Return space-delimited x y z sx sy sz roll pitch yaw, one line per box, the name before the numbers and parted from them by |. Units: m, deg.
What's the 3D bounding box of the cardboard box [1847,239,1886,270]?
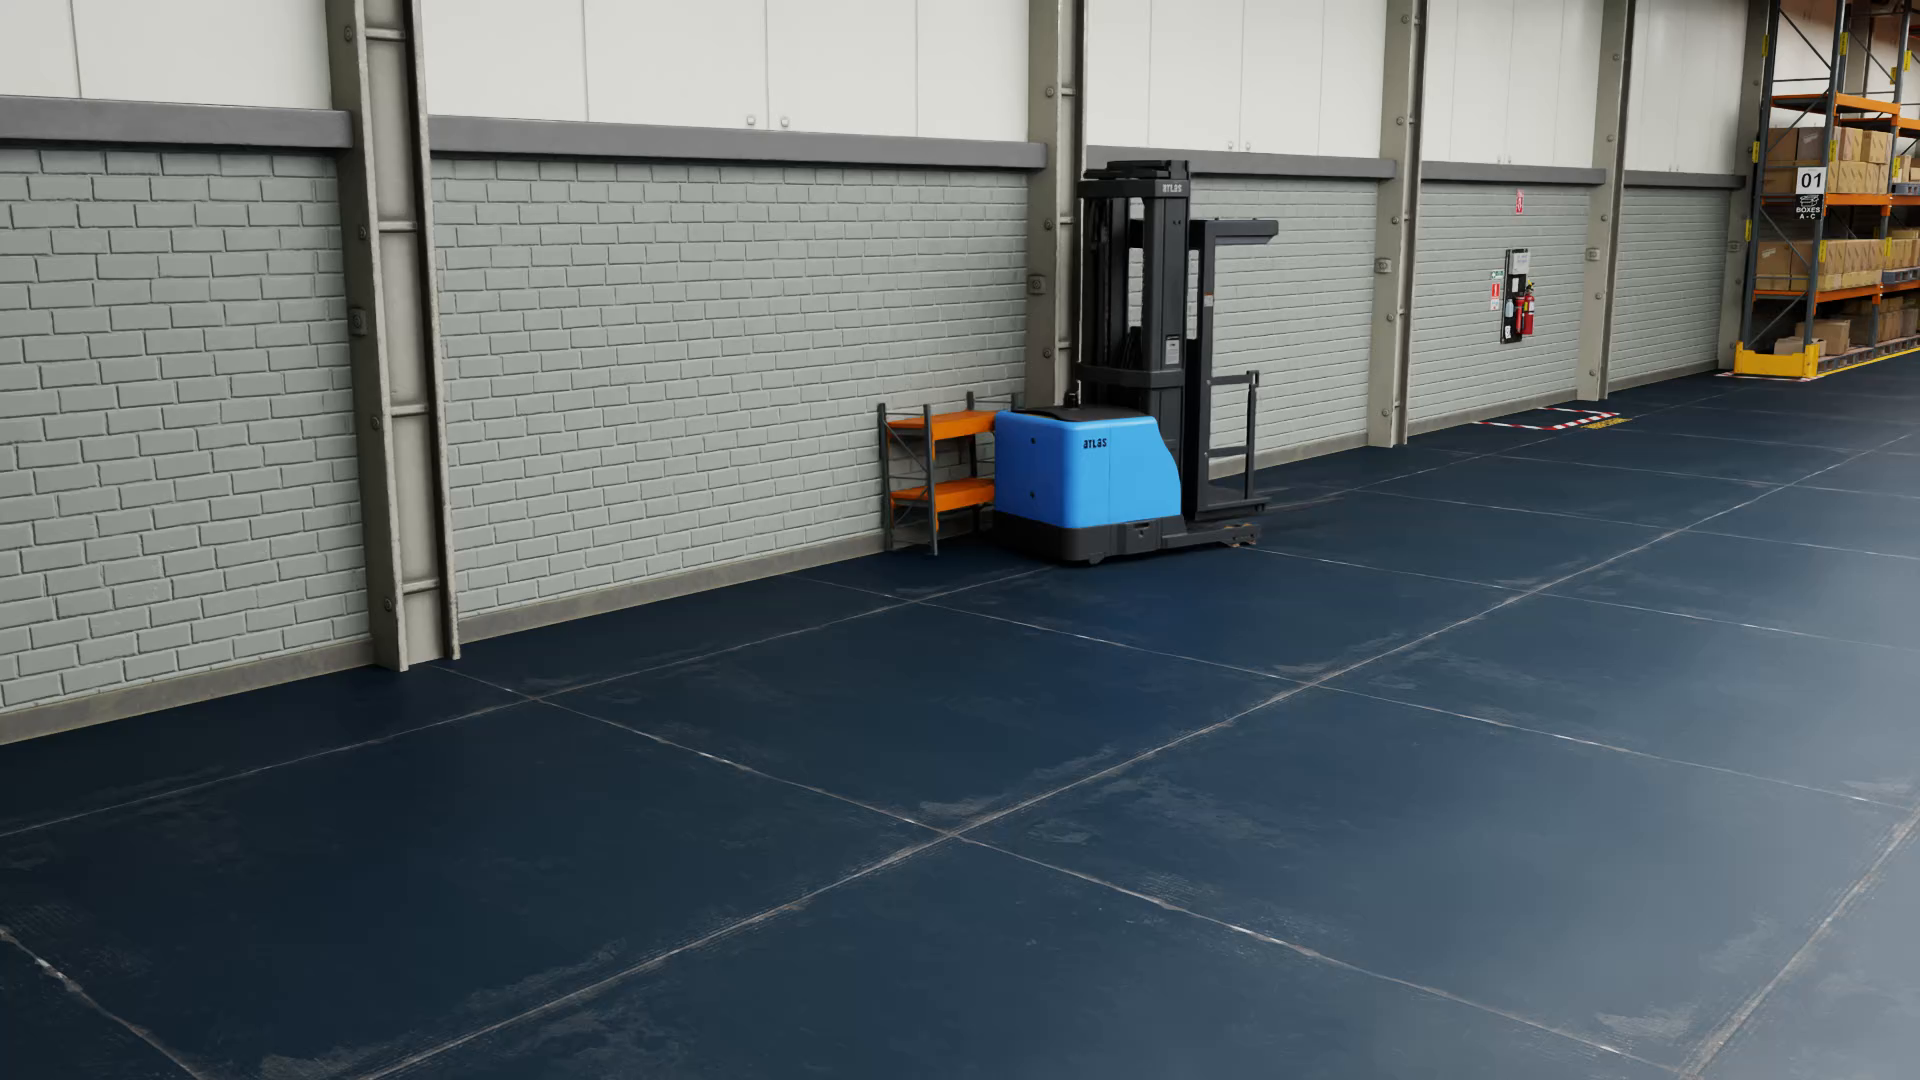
cardboard box | 15.420 -4.870 28.351 0.500 0.500 0.500 10 15 40

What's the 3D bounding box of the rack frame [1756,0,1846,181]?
rack frame | 12.859 -7.028 25.426 1.000 3.000 0.127 10 15 40

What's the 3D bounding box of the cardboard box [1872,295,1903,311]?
cardboard box | 17.281 -4.433 31.091 0.500 0.250 0.500 10 15 41

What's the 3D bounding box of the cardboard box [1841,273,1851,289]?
cardboard box | 14.093 -4.206 26.943 0.500 0.250 0.500 9 15 39

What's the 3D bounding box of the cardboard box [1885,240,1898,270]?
cardboard box | 16.235 -5.092 29.667 0.500 0.500 0.700 -10 15 -42

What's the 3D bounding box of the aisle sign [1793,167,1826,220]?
aisle sign | 13.037 -5.312 25.511 0.394 0.787 0.004 10 15 40

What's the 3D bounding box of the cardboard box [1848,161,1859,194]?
cardboard box | 13.989 -5.785 26.550 0.500 0.500 0.500 11 16 43

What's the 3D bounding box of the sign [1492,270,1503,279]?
sign | 6.618 -3.269 20.475 0.001 0.109 0.331 10 15 40

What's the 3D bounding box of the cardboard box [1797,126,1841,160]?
cardboard box | 13.296 -6.132 25.736 0.500 0.500 0.500 8 14 36

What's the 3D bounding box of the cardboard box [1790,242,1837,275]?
cardboard box | 13.400 -4.422 26.110 0.500 0.500 0.500 10 15 40

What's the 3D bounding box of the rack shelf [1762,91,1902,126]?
rack shelf | 14.179 -6.968 26.970 1.077 0.370 4.000 10 15 40

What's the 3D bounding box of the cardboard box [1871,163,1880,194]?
cardboard box | 15.008 -6.026 27.758 0.500 0.500 0.500 8 14 36

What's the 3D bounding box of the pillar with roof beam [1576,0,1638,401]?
pillar with roof beam | 11.945 -5.804 19.295 9.100 9.000 0.400 10 15 40

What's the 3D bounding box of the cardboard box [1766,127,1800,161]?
cardboard box | 12.947 -6.204 26.097 0.500 0.500 0.500 11 15 43

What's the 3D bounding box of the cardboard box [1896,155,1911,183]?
cardboard box | 16.735 -6.653 29.874 0.500 0.500 0.500 9 14 38

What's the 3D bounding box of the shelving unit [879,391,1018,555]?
shelving unit | -0.055 -0.537 12.835 0.538 1.125 1.048 5 12 41

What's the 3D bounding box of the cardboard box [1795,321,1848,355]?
cardboard box | 14.282 -3.352 27.594 0.700 0.500 0.500 9 14 37

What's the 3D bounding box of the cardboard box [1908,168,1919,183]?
cardboard box | 17.215 -6.616 30.705 0.637 0.503 0.797 -10 15 -40

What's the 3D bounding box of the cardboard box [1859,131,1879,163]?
cardboard box | 14.682 -6.426 27.210 0.500 0.500 0.500 9 14 38

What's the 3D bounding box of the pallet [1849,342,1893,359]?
pallet | 16.012 -3.422 29.807 1.003 0.211 1.213 10 15 40

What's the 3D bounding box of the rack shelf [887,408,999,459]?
rack shelf | -0.069 -0.825 12.788 0.538 0.278 1.000 5 12 41

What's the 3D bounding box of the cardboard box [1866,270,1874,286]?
cardboard box | 15.080 -4.430 28.066 0.500 0.250 0.500 10 15 41

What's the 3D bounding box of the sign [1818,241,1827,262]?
sign | 13.267 -4.441 25.577 0.100 0.325 0.005 10 15 40

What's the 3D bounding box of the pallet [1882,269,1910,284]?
pallet | 16.113 -4.675 29.447 1.003 0.211 1.213 10 15 40

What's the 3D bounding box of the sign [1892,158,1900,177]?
sign | 15.912 -6.331 28.270 0.100 0.325 0.005 10 15 40

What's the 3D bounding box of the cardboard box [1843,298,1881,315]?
cardboard box | 16.261 -4.208 29.968 0.500 0.250 0.500 9 15 39

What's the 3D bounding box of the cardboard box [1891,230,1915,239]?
cardboard box | 17.734 -5.743 31.270 0.380 0.149 0.250 7 13 31

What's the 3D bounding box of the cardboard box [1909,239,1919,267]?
cardboard box | 17.489 -5.372 31.071 0.700 0.500 0.500 8 14 35

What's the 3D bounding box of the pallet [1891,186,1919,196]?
pallet | 16.669 -6.284 29.836 1.213 0.211 1.003 10 15 40

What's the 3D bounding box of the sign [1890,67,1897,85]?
sign | 17.721 -8.812 31.568 0.100 0.325 0.005 10 15 40

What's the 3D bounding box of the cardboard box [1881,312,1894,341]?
cardboard box | 16.644 -3.928 30.477 0.700 0.500 0.500 10 15 41

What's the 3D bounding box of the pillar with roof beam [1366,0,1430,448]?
pillar with roof beam | 7.984 -4.921 14.875 9.100 9.000 0.400 10 15 40

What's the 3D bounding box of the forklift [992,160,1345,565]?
forklift | 1.758 -1.456 13.018 3.031 2.935 1.130 -7 14 -33

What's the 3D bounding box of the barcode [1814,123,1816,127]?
barcode | 14.259 -6.929 27.734 0.001 0.075 0.075 10 15 40

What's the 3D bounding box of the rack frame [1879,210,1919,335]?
rack frame | 18.140 -5.264 31.906 1.000 3.000 0.127 10 15 40

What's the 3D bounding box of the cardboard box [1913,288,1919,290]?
cardboard box | 19.307 -4.635 33.174 0.750 0.750 0.750 10 15 40

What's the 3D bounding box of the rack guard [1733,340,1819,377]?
rack guard | 12.909 -2.872 26.314 1.175 0.500 0.348 10 15 40

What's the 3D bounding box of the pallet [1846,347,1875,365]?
pallet | 15.083 -3.204 28.715 1.003 0.211 1.213 10 15 40

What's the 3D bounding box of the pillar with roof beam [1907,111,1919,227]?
pillar with roof beam | 23.827 -8.452 32.554 9.100 9.000 0.400 10 15 40

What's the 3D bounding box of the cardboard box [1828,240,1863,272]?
cardboard box | 14.411 -4.646 27.232 0.500 0.500 0.500 10 15 42

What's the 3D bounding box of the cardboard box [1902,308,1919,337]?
cardboard box | 17.704 -4.141 31.544 0.700 0.500 0.500 10 15 41

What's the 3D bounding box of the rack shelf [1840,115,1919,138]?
rack shelf | 16.820 -7.362 29.955 1.077 0.370 4.000 10 15 40

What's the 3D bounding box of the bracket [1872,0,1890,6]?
bracket | 16.625 -9.784 30.033 0.235 0.232 0.430 10 15 40
